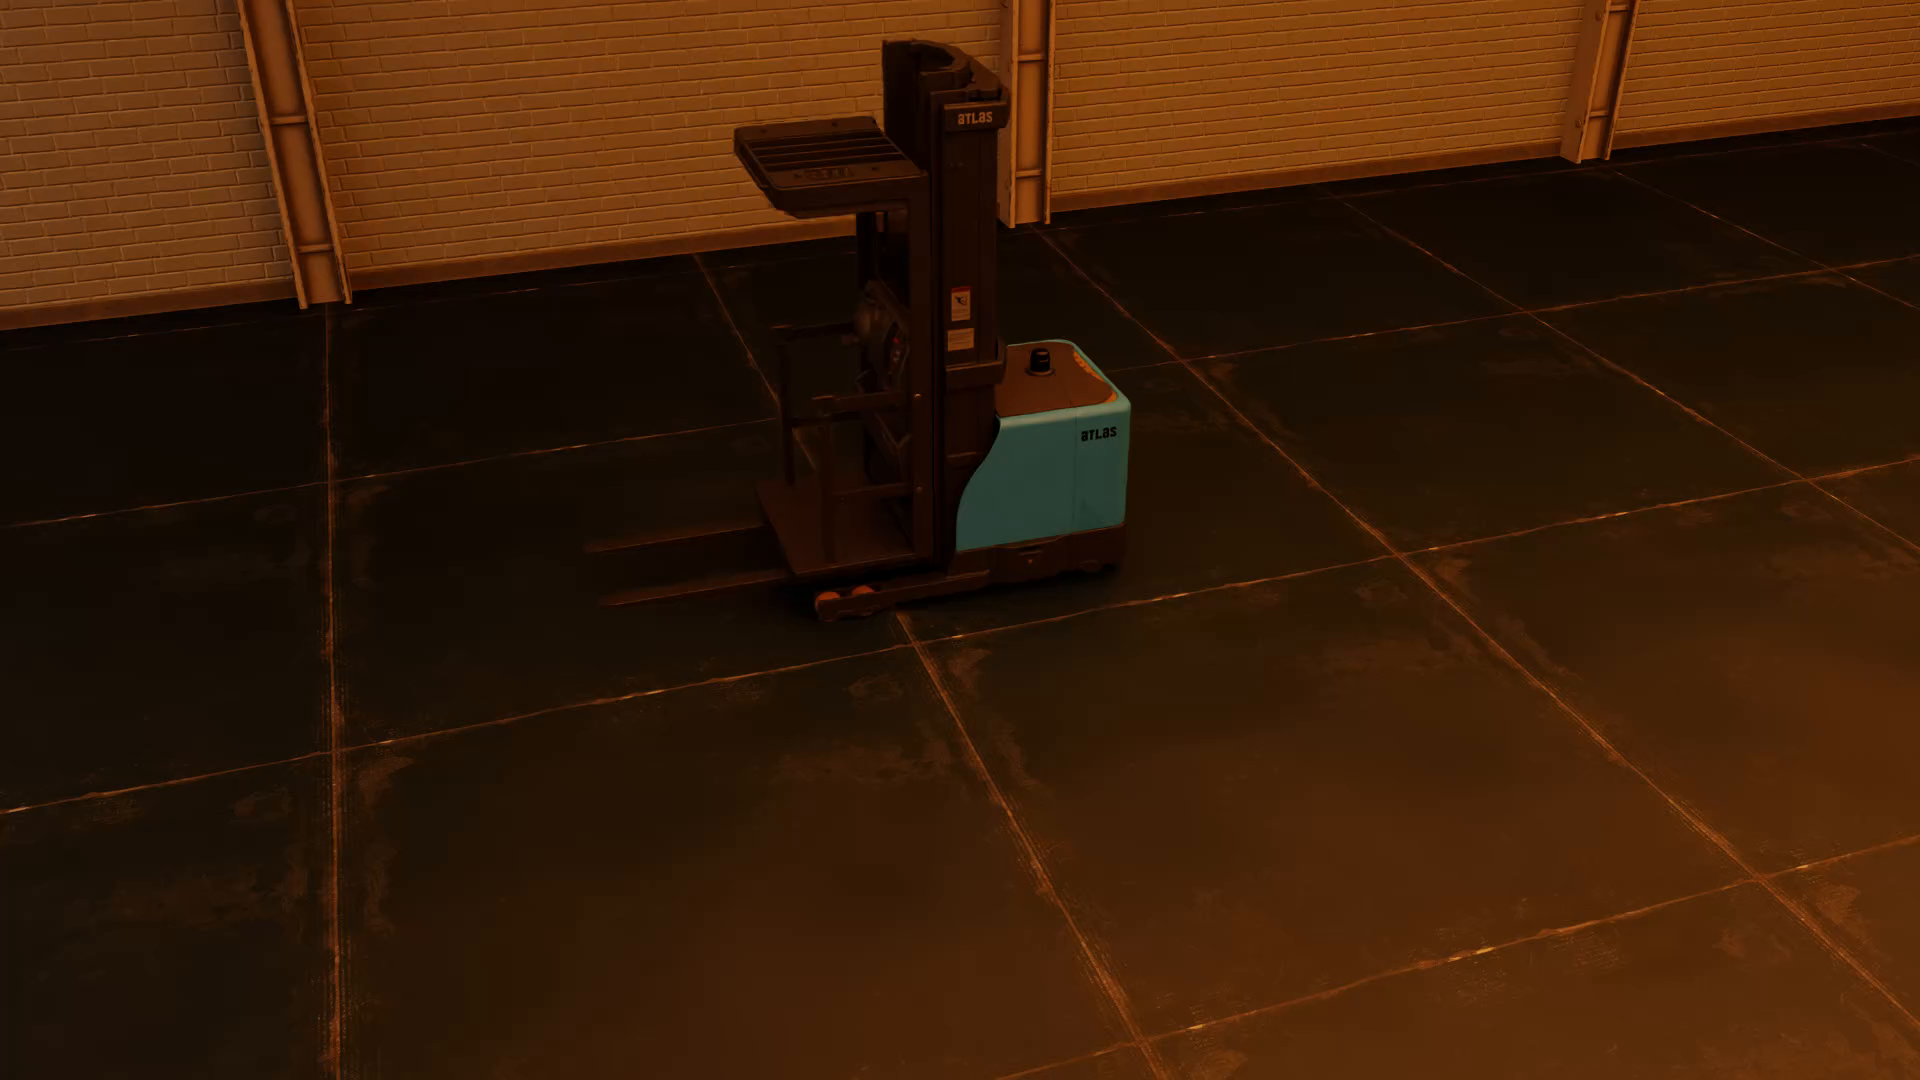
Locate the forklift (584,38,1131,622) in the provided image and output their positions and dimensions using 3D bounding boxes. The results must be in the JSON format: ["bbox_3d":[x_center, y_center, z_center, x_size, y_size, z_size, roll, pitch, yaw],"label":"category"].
[{"bbox_3d":[-0.609,-1.110,9.016,3.031,2.935,1.130,-9,31,-15],"label":"forklift"}]
